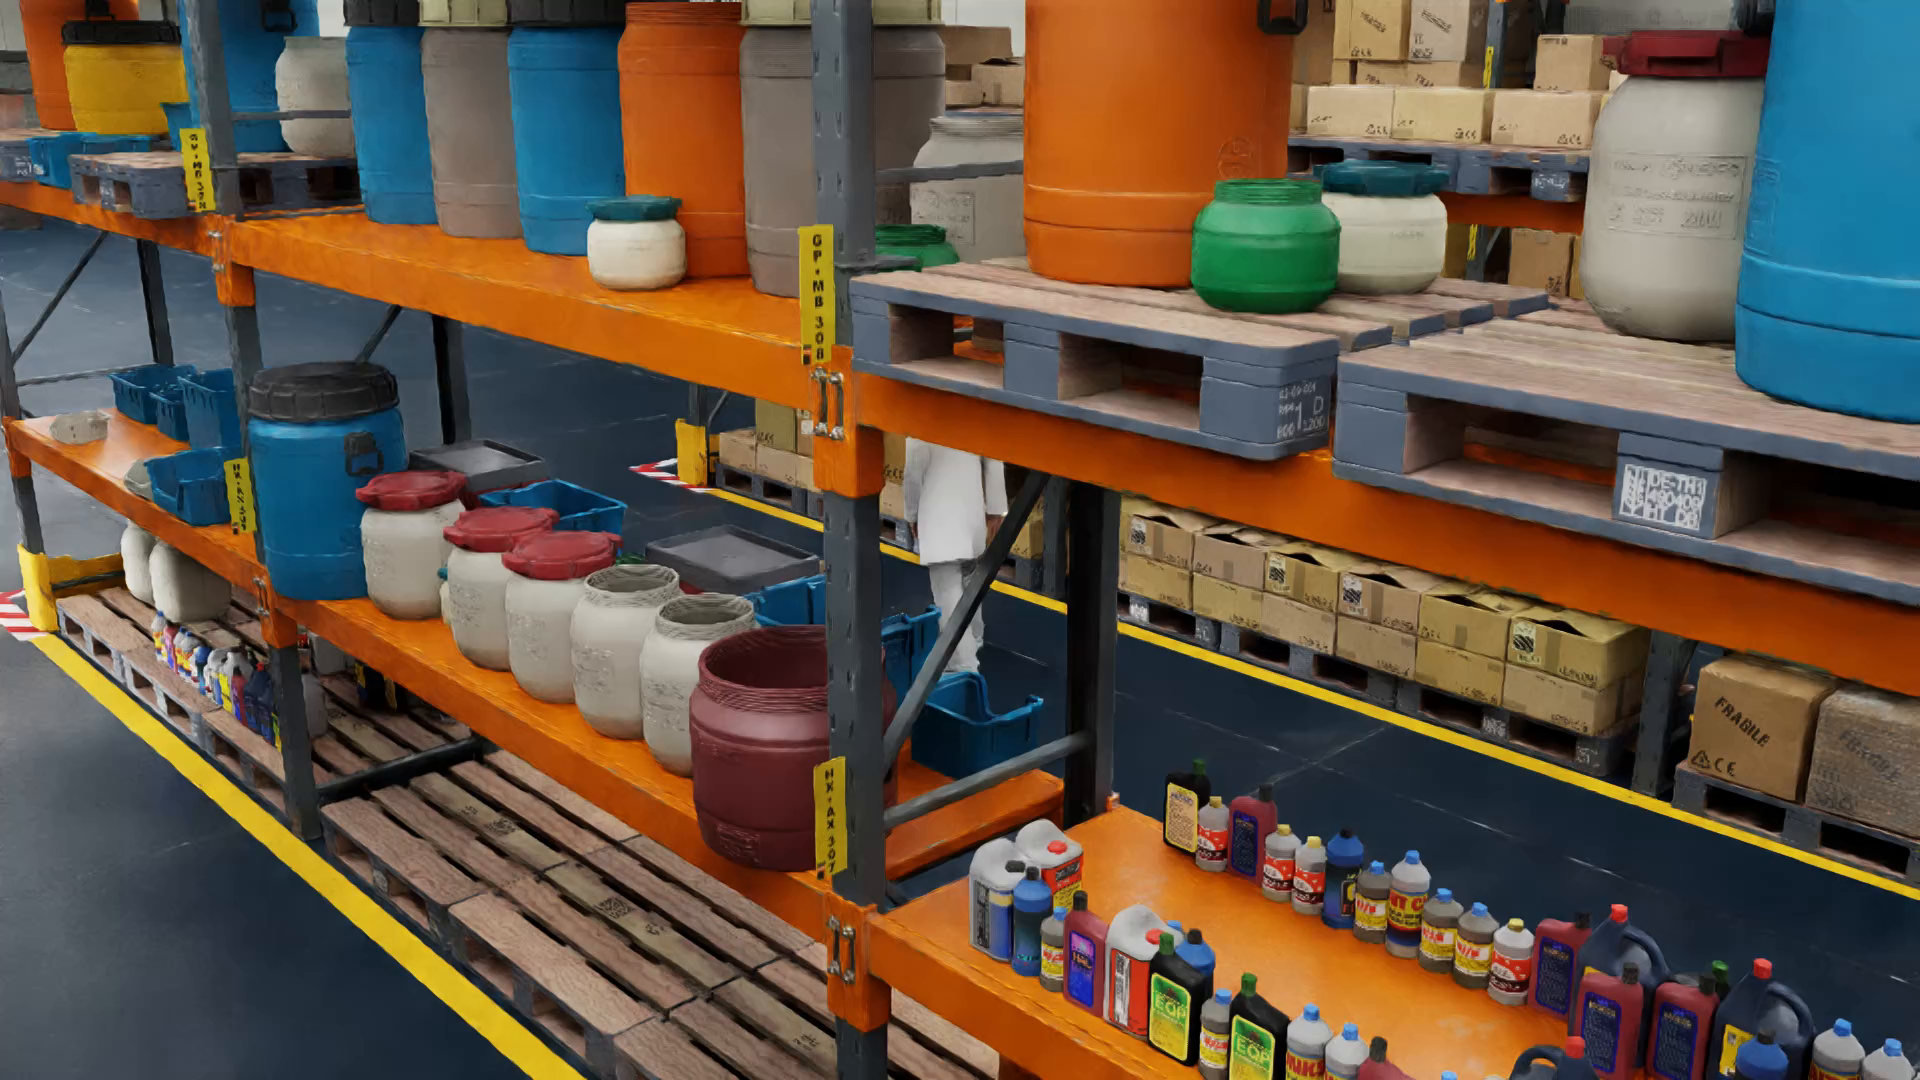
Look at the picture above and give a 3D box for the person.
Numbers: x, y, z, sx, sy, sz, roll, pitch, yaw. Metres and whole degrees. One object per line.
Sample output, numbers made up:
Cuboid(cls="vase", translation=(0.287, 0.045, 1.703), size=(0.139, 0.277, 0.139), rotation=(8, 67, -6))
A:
Cuboid(cls="person", translation=(-0.032, -0.132, 9.543), size=(0.623, 1.743, 0.866), rotation=(-11, 20, -32))
